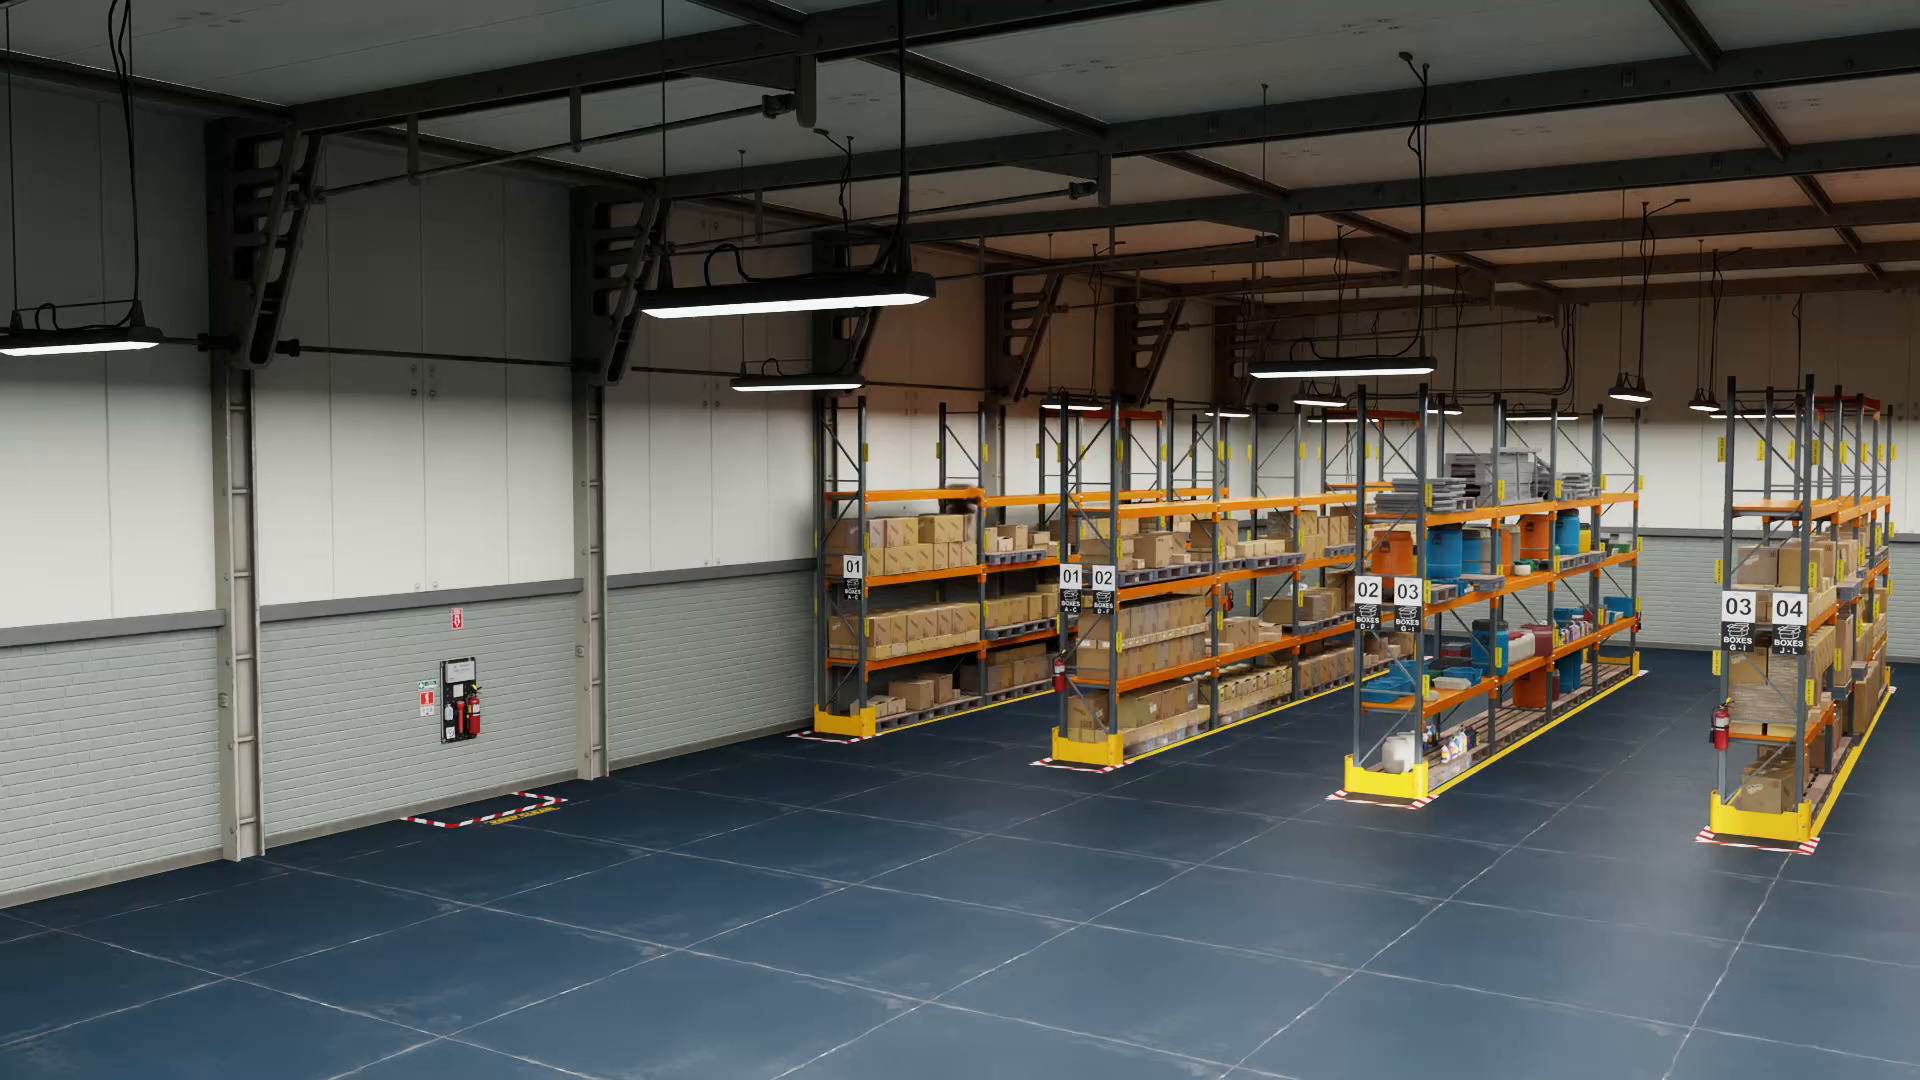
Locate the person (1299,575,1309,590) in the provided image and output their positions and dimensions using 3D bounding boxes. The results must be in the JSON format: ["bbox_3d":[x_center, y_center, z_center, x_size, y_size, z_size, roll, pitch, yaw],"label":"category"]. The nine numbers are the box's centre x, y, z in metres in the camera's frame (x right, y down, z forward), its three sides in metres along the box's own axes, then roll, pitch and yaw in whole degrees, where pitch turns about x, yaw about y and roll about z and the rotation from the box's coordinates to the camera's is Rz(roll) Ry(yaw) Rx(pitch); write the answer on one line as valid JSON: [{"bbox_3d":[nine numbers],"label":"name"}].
[{"bbox_3d":[9.300,1.793,45.365,0.519,1.725,0.409,0,3,5],"label":"person"}]
